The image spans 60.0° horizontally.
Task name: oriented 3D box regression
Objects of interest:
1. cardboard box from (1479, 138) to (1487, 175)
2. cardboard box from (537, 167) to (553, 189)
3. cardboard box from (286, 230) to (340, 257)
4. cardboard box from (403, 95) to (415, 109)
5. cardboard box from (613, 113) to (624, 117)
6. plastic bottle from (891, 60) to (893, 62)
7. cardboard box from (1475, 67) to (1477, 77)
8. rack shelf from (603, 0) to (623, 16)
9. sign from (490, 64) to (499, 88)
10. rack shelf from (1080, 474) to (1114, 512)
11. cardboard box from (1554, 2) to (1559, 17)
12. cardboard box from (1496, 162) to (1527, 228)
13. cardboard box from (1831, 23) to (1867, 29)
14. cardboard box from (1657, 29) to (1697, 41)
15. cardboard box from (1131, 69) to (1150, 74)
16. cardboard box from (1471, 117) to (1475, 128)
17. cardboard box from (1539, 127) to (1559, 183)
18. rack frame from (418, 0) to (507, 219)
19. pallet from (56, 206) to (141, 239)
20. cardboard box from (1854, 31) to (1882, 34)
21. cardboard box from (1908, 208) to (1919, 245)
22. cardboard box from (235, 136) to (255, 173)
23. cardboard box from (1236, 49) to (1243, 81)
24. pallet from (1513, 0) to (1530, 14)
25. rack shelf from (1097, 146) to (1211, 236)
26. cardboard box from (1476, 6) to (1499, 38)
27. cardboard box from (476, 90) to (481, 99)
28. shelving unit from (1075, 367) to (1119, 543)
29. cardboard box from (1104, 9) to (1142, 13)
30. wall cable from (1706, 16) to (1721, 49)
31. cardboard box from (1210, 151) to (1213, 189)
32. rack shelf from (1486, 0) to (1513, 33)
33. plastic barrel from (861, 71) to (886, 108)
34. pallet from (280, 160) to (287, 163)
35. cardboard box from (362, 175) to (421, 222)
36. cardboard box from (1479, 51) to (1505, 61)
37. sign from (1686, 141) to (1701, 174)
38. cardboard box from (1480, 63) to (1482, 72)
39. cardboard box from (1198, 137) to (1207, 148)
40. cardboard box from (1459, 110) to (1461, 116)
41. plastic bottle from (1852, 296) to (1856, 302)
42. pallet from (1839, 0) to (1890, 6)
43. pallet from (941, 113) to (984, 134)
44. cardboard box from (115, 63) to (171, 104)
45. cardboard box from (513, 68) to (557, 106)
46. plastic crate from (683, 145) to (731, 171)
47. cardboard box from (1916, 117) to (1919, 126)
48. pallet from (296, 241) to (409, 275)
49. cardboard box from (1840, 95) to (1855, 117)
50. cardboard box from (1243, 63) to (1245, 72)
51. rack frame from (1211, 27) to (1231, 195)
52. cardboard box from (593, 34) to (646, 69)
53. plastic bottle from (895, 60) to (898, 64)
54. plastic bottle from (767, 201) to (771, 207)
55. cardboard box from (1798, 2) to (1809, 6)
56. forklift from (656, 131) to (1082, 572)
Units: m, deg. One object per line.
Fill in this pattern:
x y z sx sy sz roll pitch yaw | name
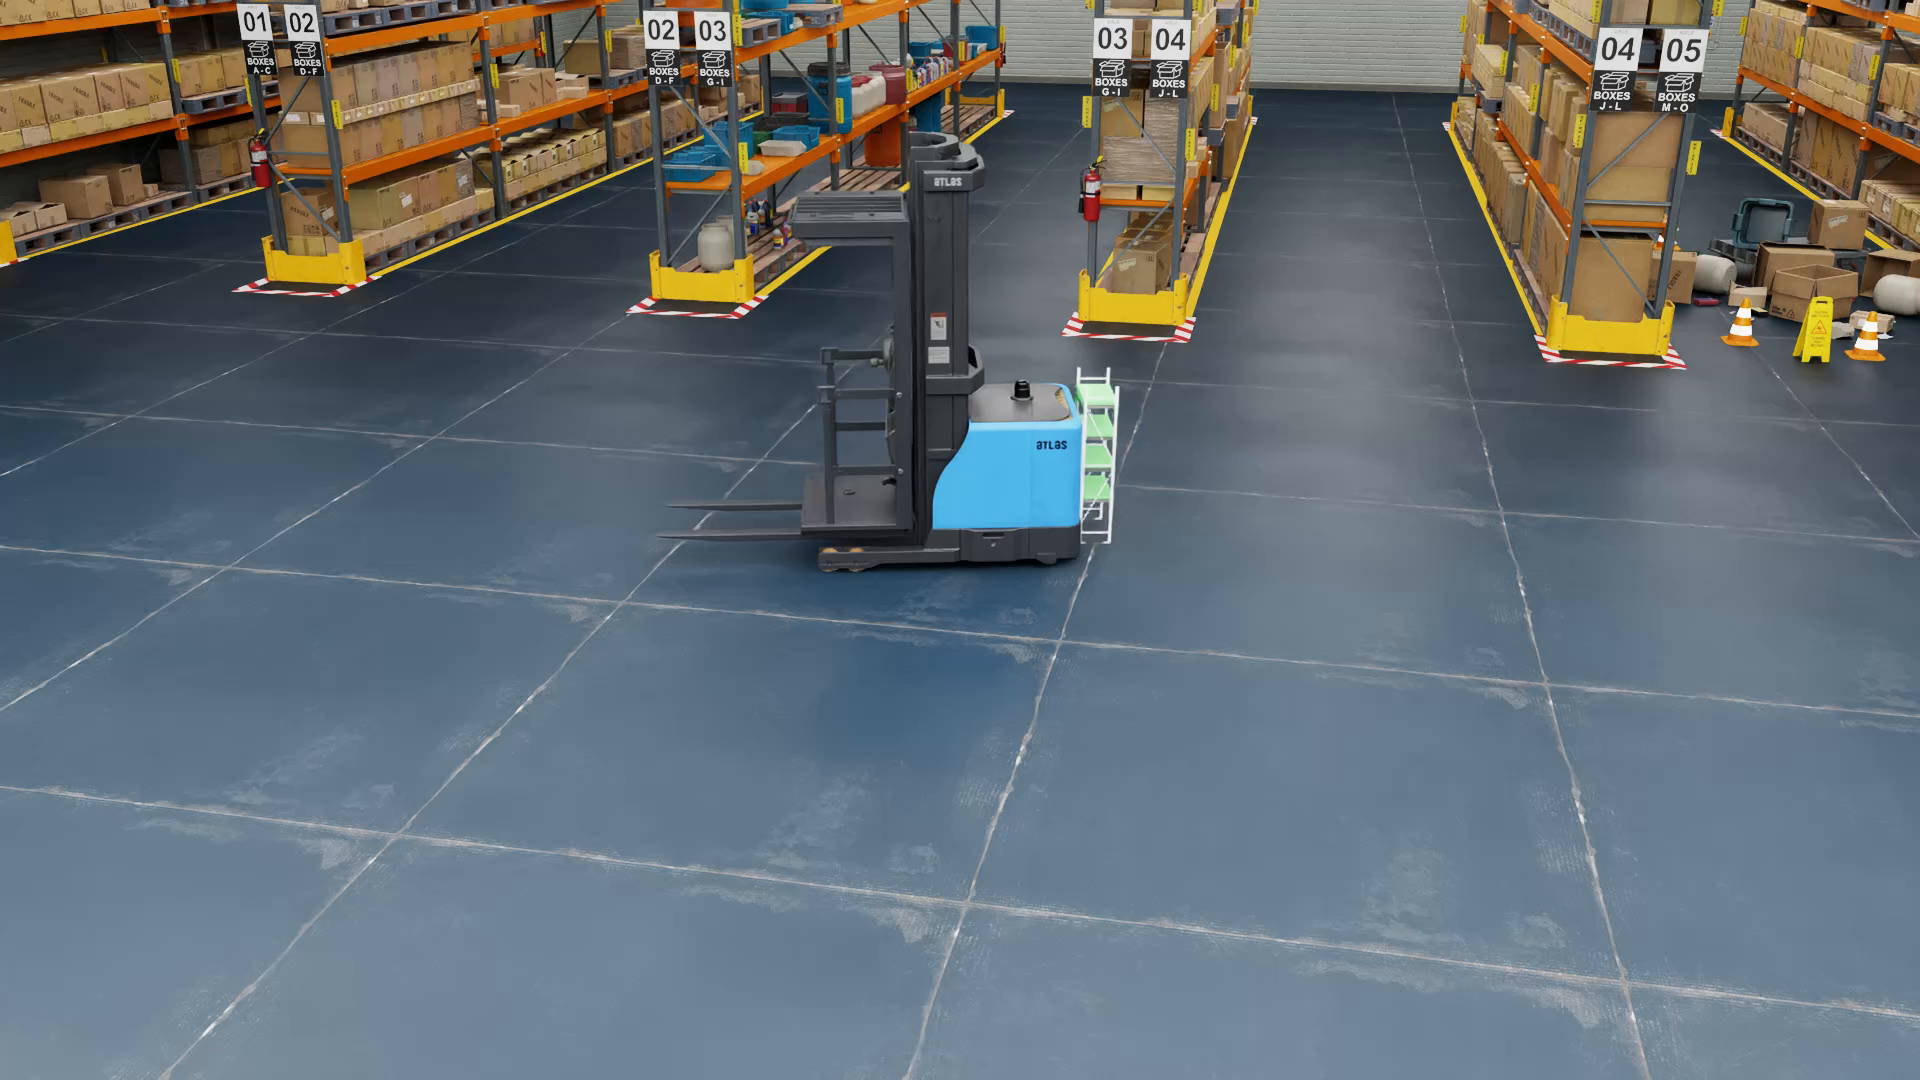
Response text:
8.438 -6.002 26.024 0.500 0.500 0.500 3 22 9 | cardboard box
-6.457 -5.455 25.001 0.500 0.250 0.500 4 22 9 | cardboard box
-7.986 -3.705 20.657 0.500 0.250 0.500 4 22 11 | cardboard box
-7.201 -5.604 21.250 0.380 0.149 0.250 5 22 11 | cardboard box
-6.107 -7.087 28.692 0.500 0.500 0.500 4 22 9 | cardboard box
-1.183 -8.096 28.598 0.061 0.283 0.133 4 22 11 | plastic bottle
8.538 -7.561 26.885 0.380 0.149 0.250 5 22 11 | cardboard box
-5.766 -9.282 28.334 1.077 0.370 4.000 4 22 11 | rack shelf
-6.447 -6.427 23.031 0.100 0.325 0.005 4 22 11 | sign
0.987 -0.345 12.411 0.258 0.148 0.480 0 22 -3 | rack shelf
7.031 -6.081 19.063 0.380 0.149 0.250 4 22 11 | cardboard box
7.781 -4.596 22.200 1.050 0.750 0.750 4 22 11 | cardboard box
14.375 -8.110 27.003 0.500 0.500 0.500 5 22 11 | cardboard box
7.109 -5.013 16.410 0.380 0.149 0.250 5 22 11 | cardboard box
2.072 -5.227 19.447 0.500 0.500 0.500 4 22 11 | cardboard box
9.005 -7.179 28.622 0.380 0.149 0.250 5 22 12 | cardboard box
7.163 -4.401 19.065 0.875 0.550 0.550 4 22 11 | cardboard box
-6.990 -6.030 23.311 1.000 3.000 0.127 4 22 11 | rack frame
-12.190 -4.417 23.039 1.003 0.211 1.213 4 22 11 | pallet
14.097 -7.582 25.692 0.500 0.500 0.500 5 22 12 | cardboard box
12.656 -3.949 21.100 0.950 0.372 0.625 6 23 14 | cardboard box
-11.507 -6.098 26.236 0.700 0.500 0.500 5 22 12 | cardboard box
4.511 -8.054 28.202 0.500 0.500 0.500 5 22 11 | cardboard box
8.279 -7.386 22.915 1.213 0.211 1.003 6 23 13 | pallet
2.299 -4.208 19.751 1.077 0.370 4.000 4 22 11 | rack shelf
9.106 -8.814 28.354 0.500 0.500 0.500 4 22 9 | cardboard box
-9.849 -8.817 33.014 0.700 0.500 0.500 4 22 10 | cardboard box
0.991 -0.627 12.298 0.258 1.200 0.503 0 22 -3 | shelving unit
1.786 -5.731 18.220 0.380 0.149 0.250 5 22 11 | cardboard box
15.985 -11.457 35.383 0.585 1.953 0.123 4 22 11 | wall cable
3.406 -5.535 24.838 0.700 0.500 0.500 3 22 8 | cardboard box
8.766 -8.111 25.425 1.077 0.370 4.000 4 22 11 | rack shelf
-1.327 -6.773 25.007 0.421 0.512 0.421 0 22 0 | plastic barrel
-11.185 -6.290 27.689 1.003 0.211 1.213 4 22 11 | pallet
-7.290 -4.380 21.330 0.500 0.500 0.500 4 22 11 | cardboard box
8.433 -7.649 26.308 0.380 0.149 0.250 4 22 10 | cardboard box
7.268 -3.789 16.483 0.100 0.325 0.005 4 22 11 | sign
8.381 -7.411 26.117 0.380 0.149 0.250 4 22 10 | cardboard box
2.951 -5.056 21.229 0.380 0.149 0.250 4 22 11 | cardboard box
9.521 -7.990 31.032 0.380 0.149 0.250 4 22 11 | cardboard box
10.309 -2.826 19.289 0.133 0.061 0.283 8 23 20 | plastic bottle
13.529 -7.934 24.275 1.003 0.211 1.213 6 23 13 | pallet
-0.151 -8.003 31.942 1.003 0.211 1.213 4 22 11 | pallet
-11.634 -6.497 23.642 0.500 0.500 0.500 4 22 11 | cardboard box
-6.501 -6.924 25.398 0.500 0.500 0.500 3 22 8 | cardboard box
-3.011 -4.562 19.865 0.499 0.251 0.408 4 22 11 | plastic crate
12.716 -5.458 21.664 0.380 0.149 0.250 5 23 13 | cardboard box
-7.691 -3.557 20.902 1.003 0.211 1.213 4 22 11 | pallet
13.162 -6.304 24.193 0.500 0.250 0.500 5 22 12 | cardboard box
4.832 -8.358 29.428 0.380 0.149 0.250 5 23 13 | cardboard box
3.523 -6.736 25.065 1.000 3.000 0.127 4 22 11 | rack frame
-5.782 -8.293 28.234 0.700 0.500 0.500 9 24 21 | cardboard box
-1.102 -8.203 28.878 0.097 0.271 0.097 0 22 0 | plastic bottle
-2.571 -4.384 22.271 0.061 0.283 0.133 4 22 11 | plastic bottle
14.981 -9.376 29.278 0.380 0.149 0.250 4 22 10 | cardboard box
-0.670 -1.333 11.740 3.031 2.935 1.130 -1 22 -3 | forklift
